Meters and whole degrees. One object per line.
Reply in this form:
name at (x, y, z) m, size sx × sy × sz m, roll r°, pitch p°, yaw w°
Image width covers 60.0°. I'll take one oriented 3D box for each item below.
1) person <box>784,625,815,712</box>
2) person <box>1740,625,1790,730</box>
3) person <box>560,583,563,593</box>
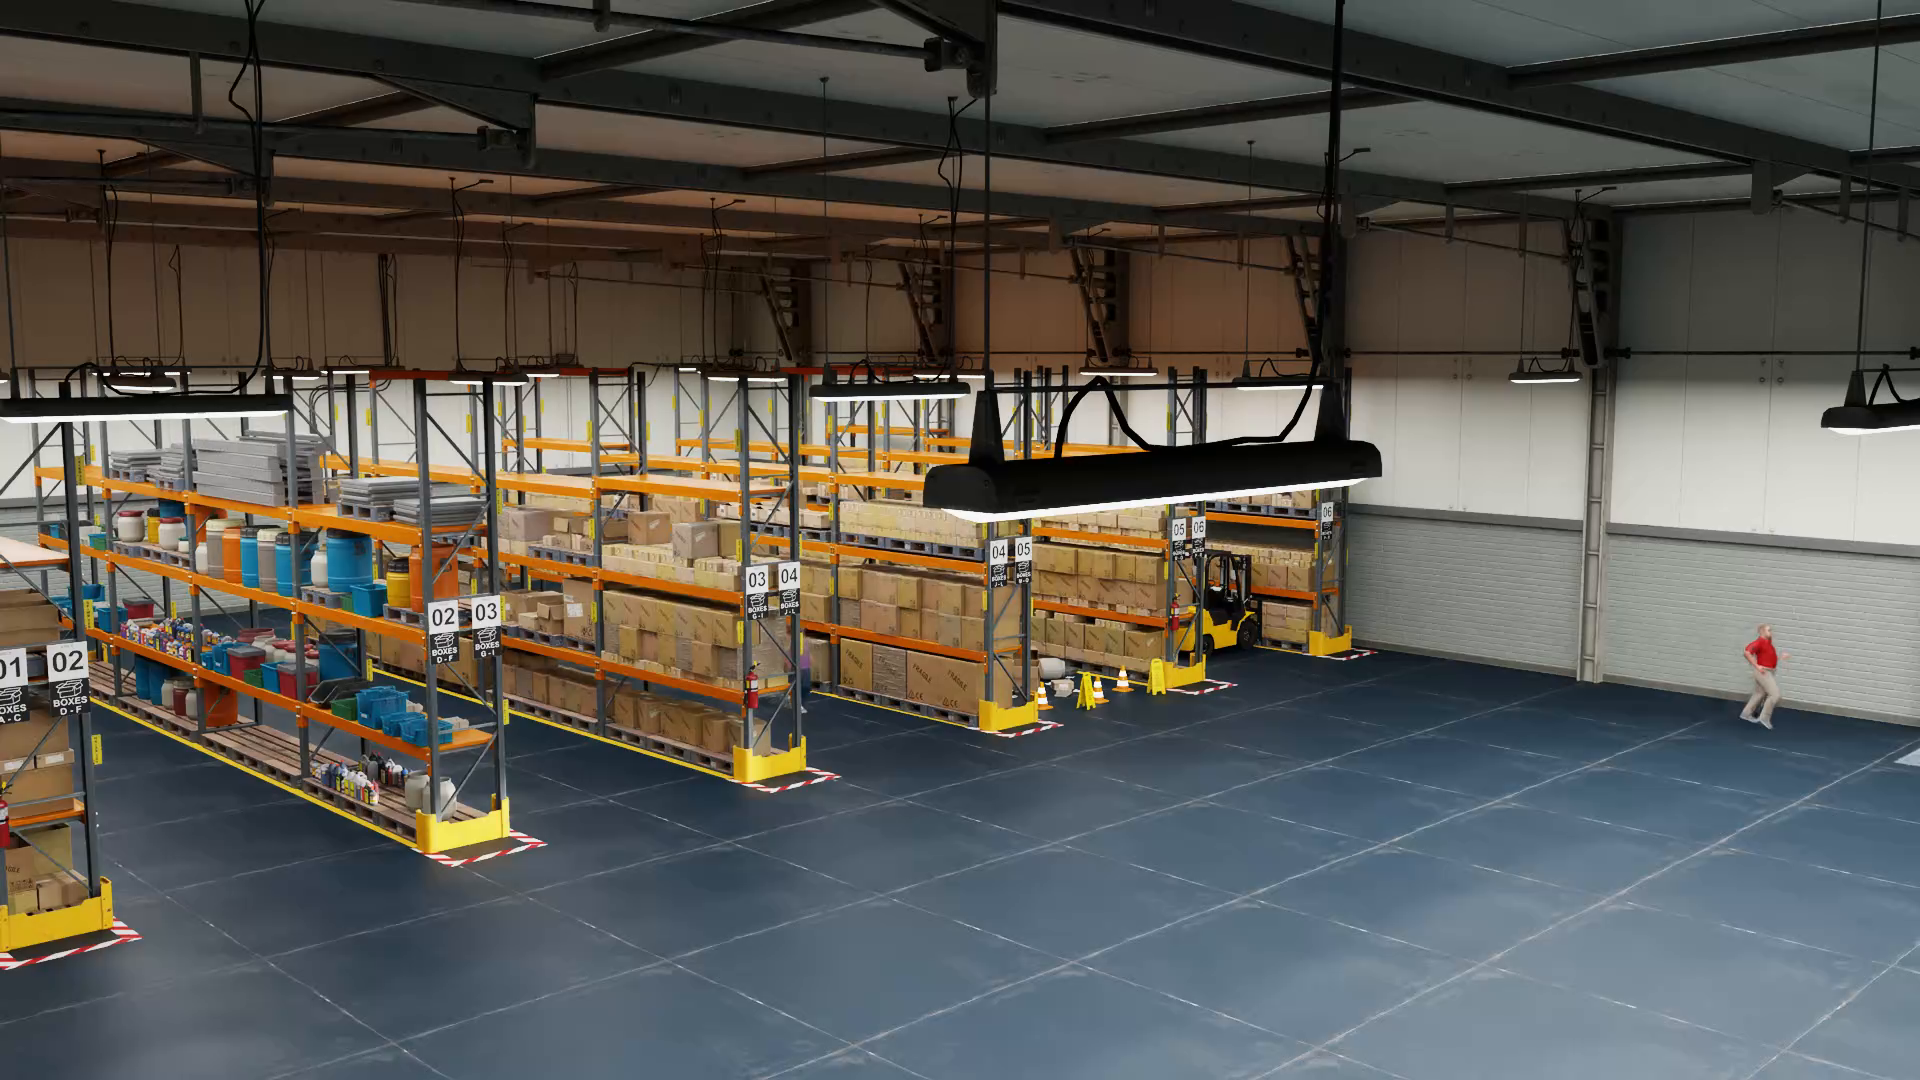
person at (-2.790, 2.267, 29.278) m, size 0.539 × 1.558 × 0.542 m, roll 6°, pitch 9°, yaw 41°
person at (13.611, 2.321, 28.115) m, size 0.725 × 1.790 × 0.637 m, roll 4°, pitch 8°, yaw 33°
person at (-9.715, 0.854, 40.992) m, size 0.649 × 1.730 × 0.761 m, roll 2°, pitch 7°, yaw 20°
